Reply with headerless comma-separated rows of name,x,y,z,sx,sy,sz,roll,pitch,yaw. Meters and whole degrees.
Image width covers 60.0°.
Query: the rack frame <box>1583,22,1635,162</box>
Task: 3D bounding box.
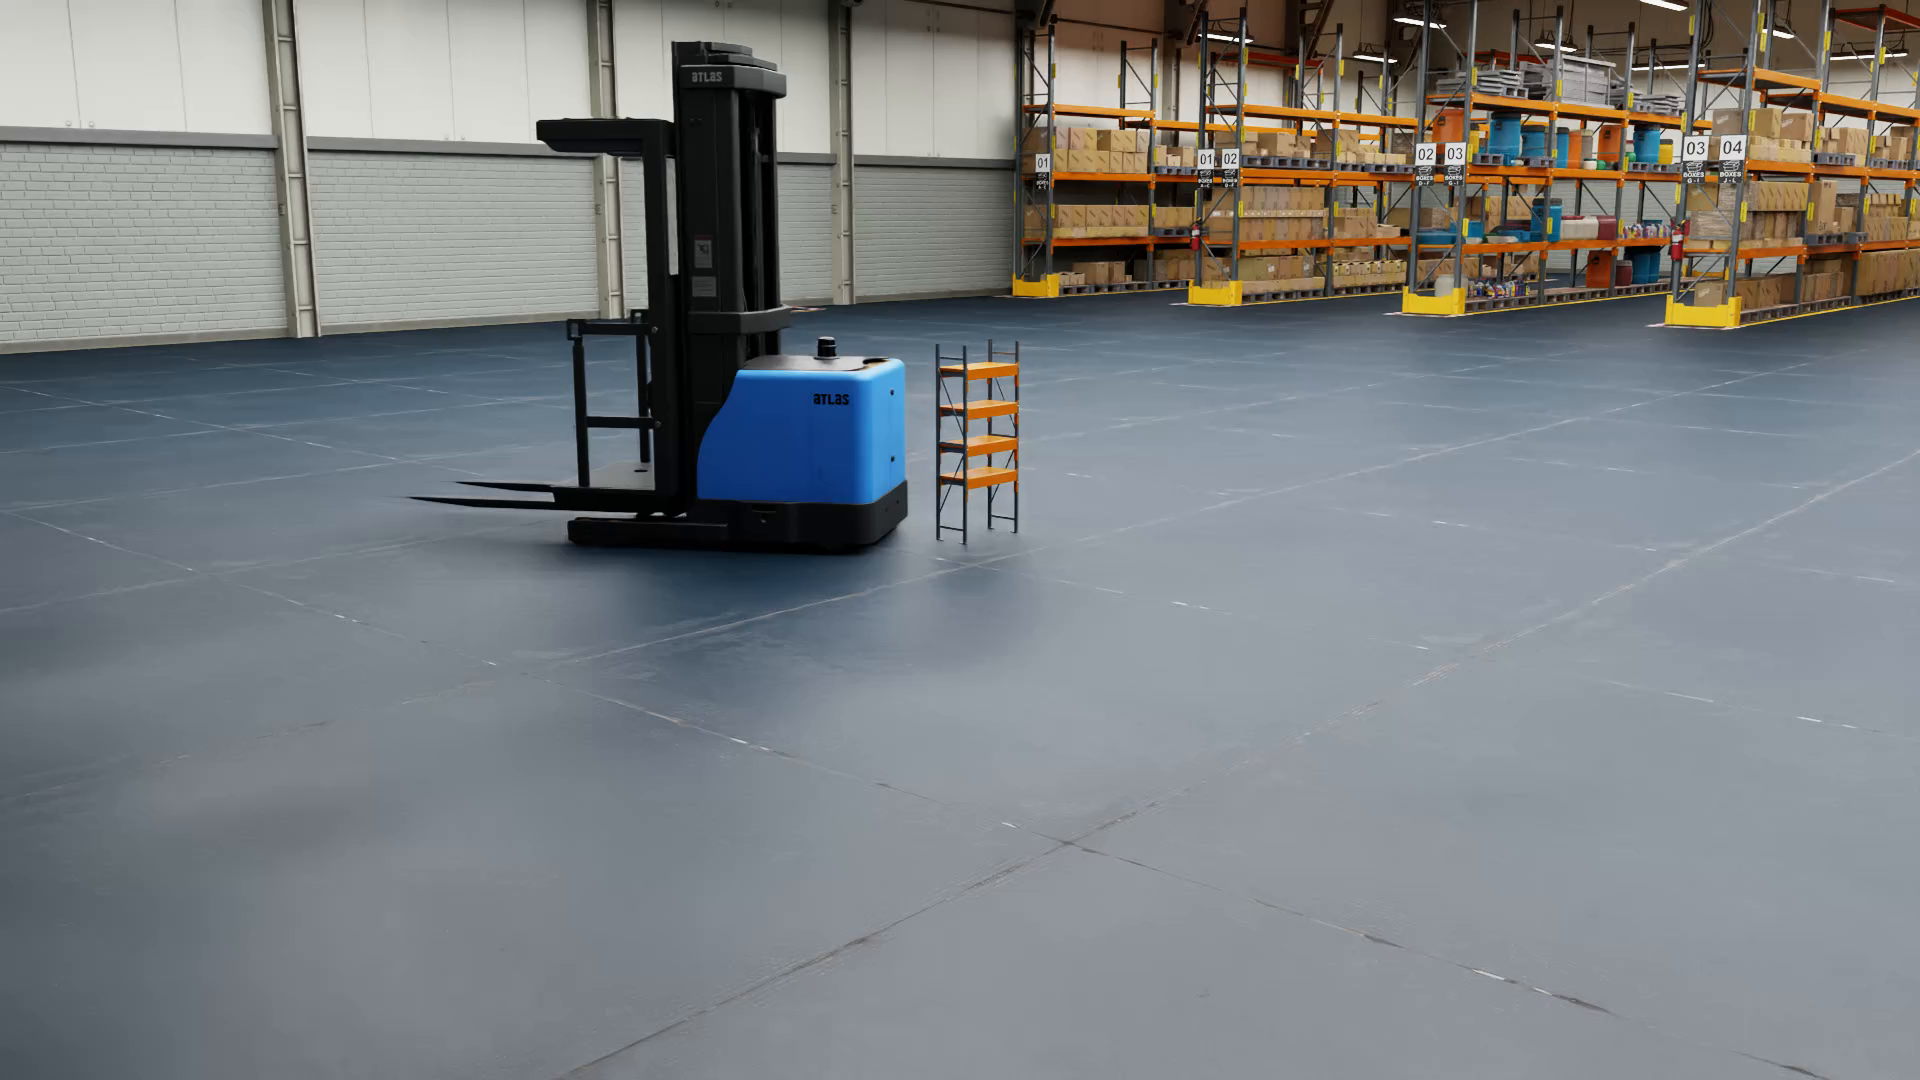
rack frame,14.419,-9.961,37.109,1.000,3.000,0.127,10,15,40

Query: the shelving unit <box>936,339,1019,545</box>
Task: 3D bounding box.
shelving unit,0.109,-0.613,10.216,0.258,1.200,0.503,10,15,40

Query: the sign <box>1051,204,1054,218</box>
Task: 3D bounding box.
sign,2.104,-7.478,37.780,0.100,0.325,0.005,10,15,40

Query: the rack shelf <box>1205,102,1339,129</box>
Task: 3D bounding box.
rack shelf,6.740,-9.170,36.008,1.077,0.370,4.000,10,15,40

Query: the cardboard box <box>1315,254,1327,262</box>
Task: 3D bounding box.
cardboard box,10.189,-7.966,47.744,0.700,0.500,0.500,10,15,41

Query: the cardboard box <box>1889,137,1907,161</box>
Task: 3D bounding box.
cardboard box,20.405,-8.607,36.658,0.700,0.500,0.500,10,15,42

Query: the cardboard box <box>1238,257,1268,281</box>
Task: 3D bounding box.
cardboard box,6.270,-5.832,35.788,0.500,0.500,0.500,10,15,40

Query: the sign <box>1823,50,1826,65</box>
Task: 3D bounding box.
sign,17.721,-9.928,34.152,0.100,0.325,0.005,10,15,40

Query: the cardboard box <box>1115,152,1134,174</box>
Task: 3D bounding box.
cardboard box,3.846,-9.062,39.961,0.500,0.500,0.500,8,14,36

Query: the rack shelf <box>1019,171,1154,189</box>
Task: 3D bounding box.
rack shelf,3.017,-8.536,39.466,1.077,0.370,4.000,10,15,40

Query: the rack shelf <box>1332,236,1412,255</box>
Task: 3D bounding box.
rack shelf,9.381,-7.013,39.503,1.077,0.370,4.000,10,15,40

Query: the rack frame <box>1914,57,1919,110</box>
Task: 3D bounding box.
rack frame,23.421,-10.498,39.795,1.000,3.000,0.127,10,15,40

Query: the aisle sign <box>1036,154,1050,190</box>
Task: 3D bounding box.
aisle sign,1.874,-8.349,37.714,0.394,0.787,0.004,10,15,40

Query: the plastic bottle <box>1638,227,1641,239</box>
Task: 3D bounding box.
plastic bottle,15.807,-7.161,38.737,0.097,0.271,0.097,0,11,0

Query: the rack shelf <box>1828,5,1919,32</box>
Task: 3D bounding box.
rack shelf,19.460,-10.892,35.121,1.077,0.370,4.000,10,15,40

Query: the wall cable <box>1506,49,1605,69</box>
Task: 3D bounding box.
wall cable,18.292,-13.809,51.408,3.097,2.526,0.112,10,15,40

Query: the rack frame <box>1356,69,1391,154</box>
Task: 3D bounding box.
rack frame,12.258,-12.419,49.415,1.000,3.000,0.127,10,15,40

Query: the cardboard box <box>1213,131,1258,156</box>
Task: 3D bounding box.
cardboard box,5.803,-8.363,35.074,0.637,0.503,0.797,-11,16,-44

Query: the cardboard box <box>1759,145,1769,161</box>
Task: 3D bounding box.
cardboard box,13.707,-6.713,28.889,0.500,0.250,0.500,9,15,39

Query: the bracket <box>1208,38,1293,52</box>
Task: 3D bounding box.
bracket,7.711,-13.322,44.745,0.076,0.066,4.783,10,15,40

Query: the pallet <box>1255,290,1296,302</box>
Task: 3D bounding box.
pallet,6.699,-5.412,36.770,1.003,0.211,1.213,10,15,40

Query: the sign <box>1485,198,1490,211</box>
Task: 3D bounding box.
sign,13.761,-8.745,43.382,0.100,0.325,0.005,10,15,40

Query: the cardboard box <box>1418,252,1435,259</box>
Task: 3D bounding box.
cardboard box,11.848,-7.346,42.675,0.500,0.250,0.500,9,15,39

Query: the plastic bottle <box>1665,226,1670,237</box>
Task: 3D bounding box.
plastic bottle,17.042,-7.447,40.155,0.152,0.276,0.135,10,15,40

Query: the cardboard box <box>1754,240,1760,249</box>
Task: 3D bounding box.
cardboard box,13.902,-5.234,29.401,0.380,0.149,0.250,10,15,40

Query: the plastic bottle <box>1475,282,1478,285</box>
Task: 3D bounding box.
plastic bottle,10.669,-5.203,34.413,0.061,0.283,0.133,11,15,43

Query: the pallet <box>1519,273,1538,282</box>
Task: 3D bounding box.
pallet,15.406,-7.341,46.428,1.003,0.211,1.213,10,15,40

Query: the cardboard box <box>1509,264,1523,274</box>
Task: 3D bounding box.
cardboard box,15.158,-7.457,45.784,0.500,0.250,0.500,10,15,40

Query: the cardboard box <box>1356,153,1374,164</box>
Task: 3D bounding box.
cardboard box,9.369,-8.948,39.007,0.500,0.250,0.500,8,14,36

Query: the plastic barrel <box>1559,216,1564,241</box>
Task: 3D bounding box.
plastic barrel,12.575,-6.610,35.299,0.433,0.535,0.433,0,11,0

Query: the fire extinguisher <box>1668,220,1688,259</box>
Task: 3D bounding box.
fire extinguisher,12.437,-5.207,28.819,0.296,0.674,0.183,10,15,40

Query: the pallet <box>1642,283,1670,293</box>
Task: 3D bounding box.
pallet,16.519,-6.132,40.374,1.003,0.211,1.213,10,15,40

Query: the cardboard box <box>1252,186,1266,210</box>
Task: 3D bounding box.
cardboard box,6.116,-7.321,35.641,0.700,0.500,0.500,9,15,39

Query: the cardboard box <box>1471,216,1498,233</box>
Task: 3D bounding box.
cardboard box,13.883,-8.338,44.041,0.500,0.500,0.500,10,15,42

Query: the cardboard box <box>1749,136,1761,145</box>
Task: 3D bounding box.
cardboard box,13.458,-6.831,28.460,0.380,0.149,0.250,10,15,42

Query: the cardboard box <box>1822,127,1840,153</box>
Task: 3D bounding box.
cardboard box,16.505,-7.713,32.175,0.797,0.503,0.637,11,15,43

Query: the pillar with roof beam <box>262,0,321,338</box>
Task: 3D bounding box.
pillar with roof beam,-7.139,-7.075,22.658,9.100,9.000,0.400,10,15,40

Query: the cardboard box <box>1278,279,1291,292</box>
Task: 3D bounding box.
cardboard box,6.933,-5.611,36.595,0.500,0.250,0.500,10,15,40

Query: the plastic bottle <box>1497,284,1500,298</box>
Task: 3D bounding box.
plastic bottle,10.796,-4.997,33.414,0.097,0.271,0.097,0,11,0

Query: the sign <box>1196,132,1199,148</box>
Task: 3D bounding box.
sign,5.022,-8.422,35.001,0.100,0.325,0.005,10,15,40

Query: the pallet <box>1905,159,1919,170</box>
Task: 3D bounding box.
pallet,21.328,-8.514,37.747,1.003,0.211,1.213,10,15,40

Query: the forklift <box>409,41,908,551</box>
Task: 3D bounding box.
forklift,-1.902,-1.493,10.201,3.031,2.935,1.130,2,12,11

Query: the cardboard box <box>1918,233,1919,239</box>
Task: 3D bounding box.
cardboard box,21.745,-6.961,38.046,0.380,0.149,0.250,9,15,39

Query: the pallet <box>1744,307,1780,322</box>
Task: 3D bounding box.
pallet,14.277,-4.139,30.396,1.003,0.211,1.213,10,15,40

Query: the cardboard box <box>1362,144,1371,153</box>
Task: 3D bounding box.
cardboard box,11.642,-11.282,48.521,0.500,0.500,0.500,10,15,42

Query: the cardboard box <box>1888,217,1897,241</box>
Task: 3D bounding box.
cardboard box,20.005,-6.763,36.156,0.500,0.500,0.500,10,15,40

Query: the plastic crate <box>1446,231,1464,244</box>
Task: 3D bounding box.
plastic crate,9.677,-5.976,32.855,0.499,0.251,0.408,10,15,40

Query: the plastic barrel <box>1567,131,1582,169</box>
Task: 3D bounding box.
plastic barrel,13.282,-8.512,36.414,0.600,0.830,0.708,10,15,40

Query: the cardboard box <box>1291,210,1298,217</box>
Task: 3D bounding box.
cardboard box,7.203,-7.185,36.612,0.380,0.149,0.250,10,15,42

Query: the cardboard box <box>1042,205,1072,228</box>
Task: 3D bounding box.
cardboard box,2.237,-7.458,38.313,0.500,0.500,0.500,10,15,40

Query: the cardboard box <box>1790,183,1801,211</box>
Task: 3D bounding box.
cardboard box,15.080,-6.300,30.528,0.500,0.500,0.500,10,15,40

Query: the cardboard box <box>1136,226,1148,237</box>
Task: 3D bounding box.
cardboard box,4.252,-7.539,40.630,0.500,0.250,0.500,10,15,40
